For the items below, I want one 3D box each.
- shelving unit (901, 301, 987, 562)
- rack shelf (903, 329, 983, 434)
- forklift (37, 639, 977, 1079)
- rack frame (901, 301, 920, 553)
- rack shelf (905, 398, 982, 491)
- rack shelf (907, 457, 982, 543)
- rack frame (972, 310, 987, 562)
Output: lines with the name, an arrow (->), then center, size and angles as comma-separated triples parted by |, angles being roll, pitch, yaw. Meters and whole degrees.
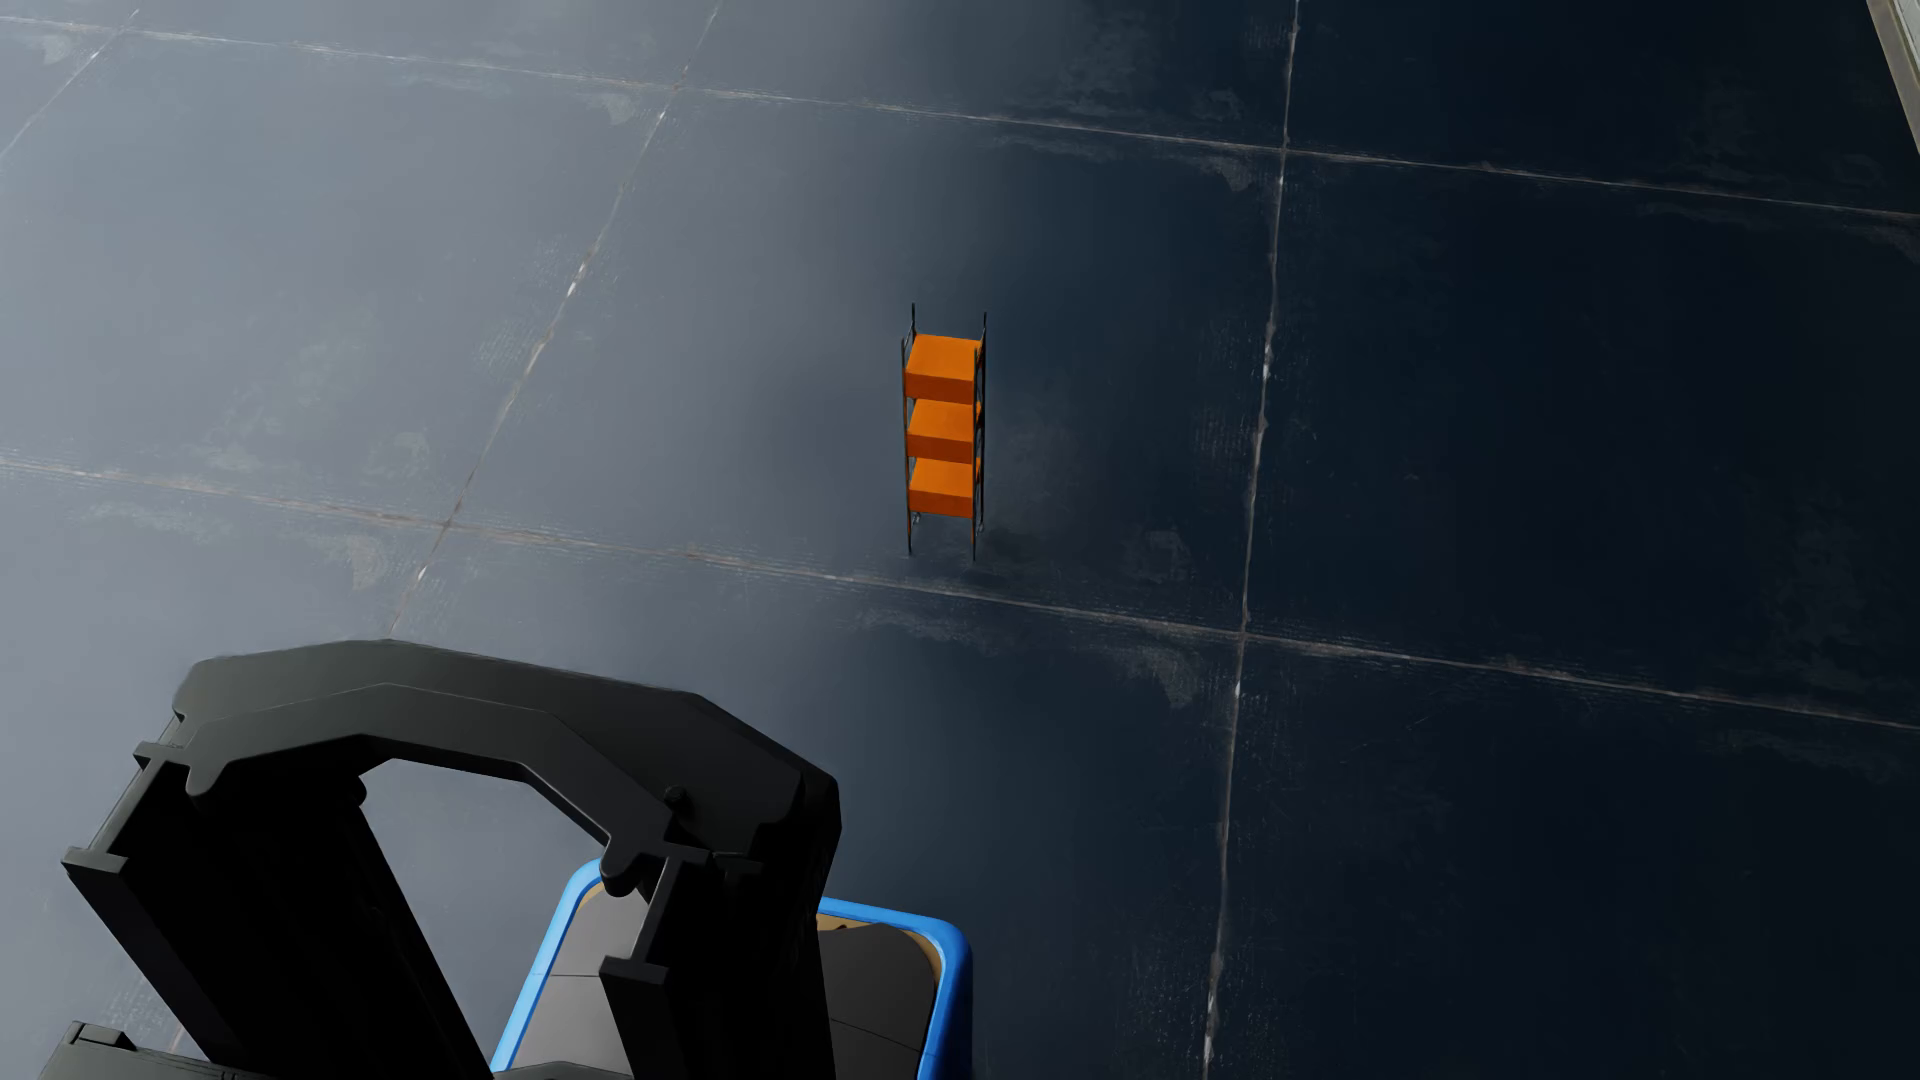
shelving unit -> -0.053, -0.358, 5.866 | 0.252, 1.050, 0.215 | 8, 49, 7
rack shelf -> -0.053, -0.541, 5.663 | 0.240, 0.259, 0.215 | 8, 49, 7
forklift -> -0.767, 1.660, 2.788 | 1.130, 2.935, 3.031 | 9, 49, 8
rack frame -> -0.173, -0.374, 5.880 | 0.008, 1.050, 0.200 | 8, 49, 7
rack shelf -> -0.053, -0.351, 5.874 | 0.240, 0.259, 0.215 | 8, 49, 7
rack shelf -> -0.053, -0.165, 6.080 | 0.240, 0.259, 0.215 | 8, 49, 7
rack frame -> 0.067, -0.342, 5.851 | 0.008, 1.050, 0.200 | 8, 49, 7
